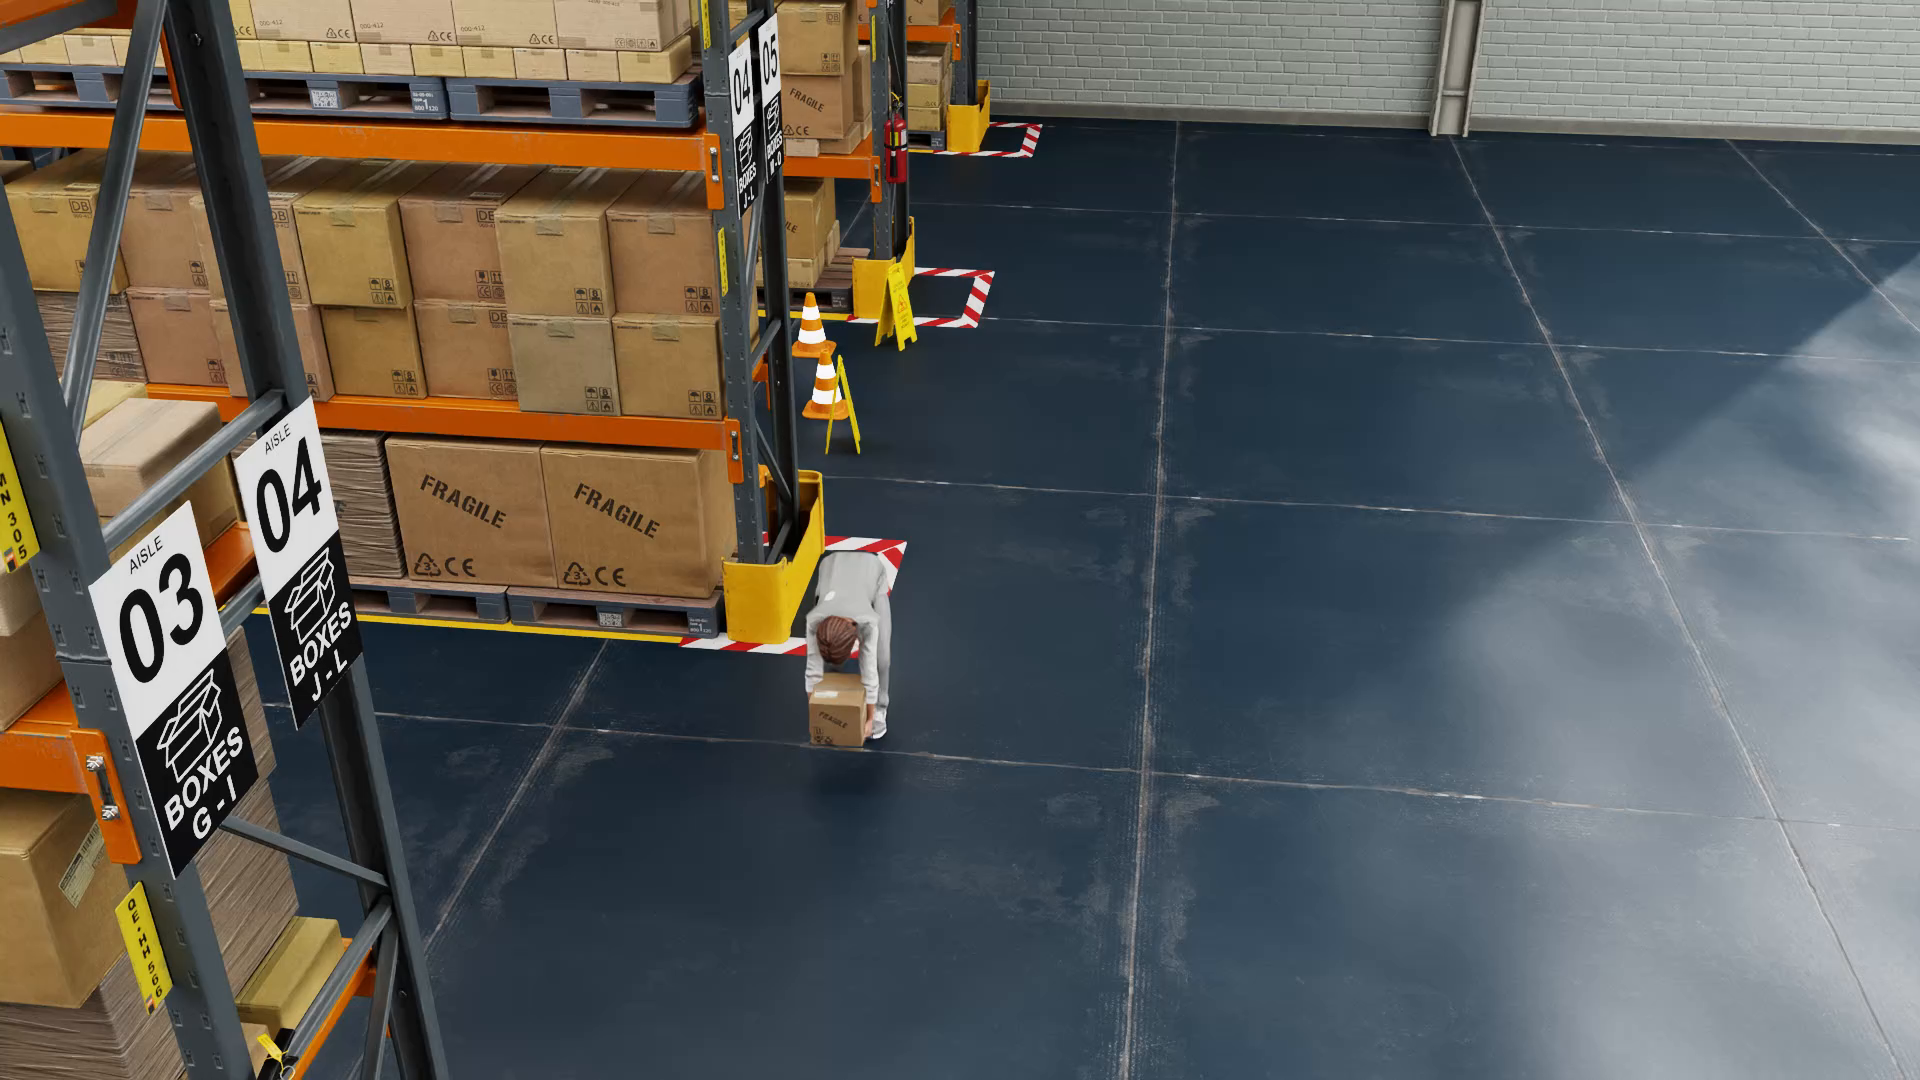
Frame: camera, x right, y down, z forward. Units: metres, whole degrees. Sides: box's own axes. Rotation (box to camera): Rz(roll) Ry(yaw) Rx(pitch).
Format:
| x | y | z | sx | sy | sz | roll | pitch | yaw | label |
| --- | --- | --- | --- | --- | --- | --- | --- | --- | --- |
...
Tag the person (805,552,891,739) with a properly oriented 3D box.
| x | y | z | sx | sy | sz | roll | pitch | yaw | label |
| --- | --- | --- | --- | --- | --- | --- | --- | --- | --- |
| -0.554 | 0.609 | 8.157 | 0.399 | 0.991 | 0.872 | 2 | 29 | 4 | person |
